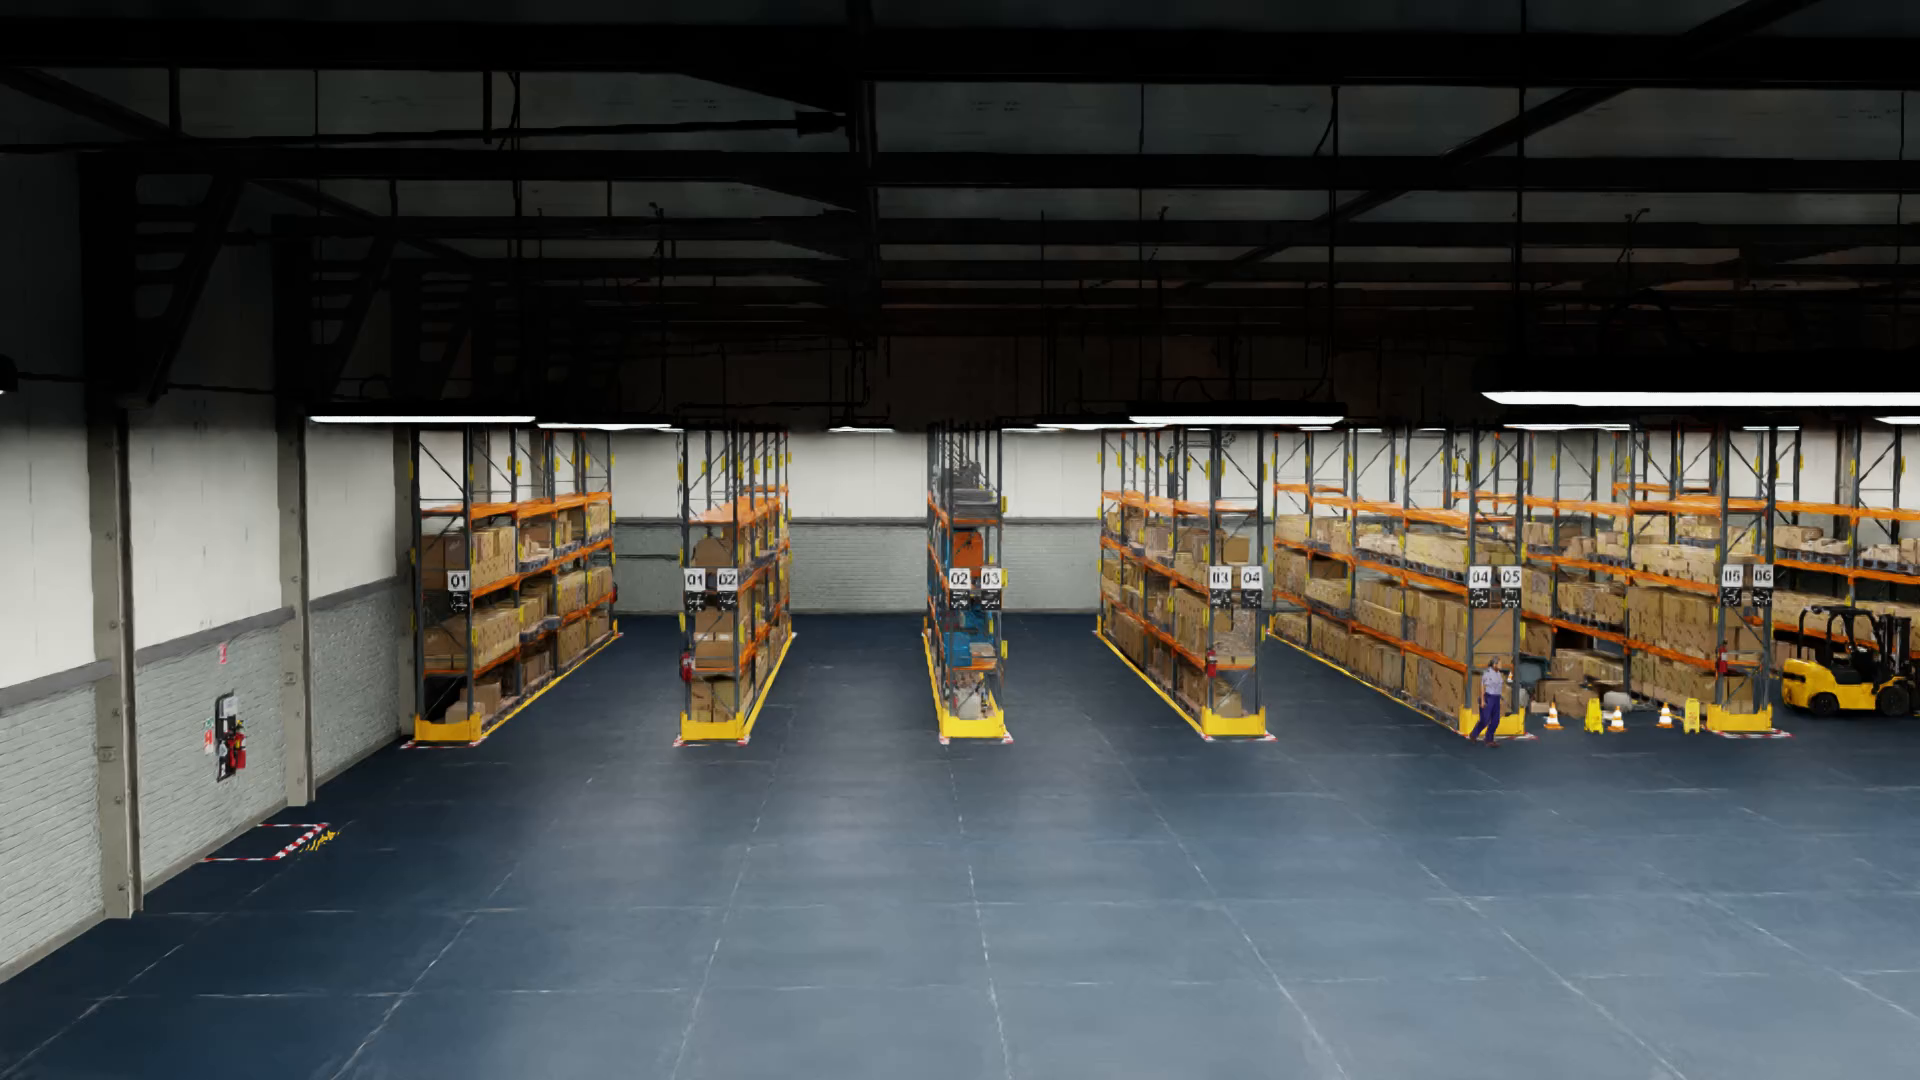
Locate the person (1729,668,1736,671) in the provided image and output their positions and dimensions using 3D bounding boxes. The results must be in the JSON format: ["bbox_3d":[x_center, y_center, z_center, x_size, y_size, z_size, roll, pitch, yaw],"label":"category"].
[{"bbox_3d":[17.562,2.369,38.228,0.570,1.786,0.653,2,4,25],"label":"person"}]

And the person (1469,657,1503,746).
[{"bbox_3d":[9.670,2.963,30.571,0.551,1.614,0.545,-3,5,-39],"label":"person"}]

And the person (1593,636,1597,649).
[{"bbox_3d":[16.202,2.091,42.865,0.504,1.759,0.588,2,4,29],"label":"person"}]
